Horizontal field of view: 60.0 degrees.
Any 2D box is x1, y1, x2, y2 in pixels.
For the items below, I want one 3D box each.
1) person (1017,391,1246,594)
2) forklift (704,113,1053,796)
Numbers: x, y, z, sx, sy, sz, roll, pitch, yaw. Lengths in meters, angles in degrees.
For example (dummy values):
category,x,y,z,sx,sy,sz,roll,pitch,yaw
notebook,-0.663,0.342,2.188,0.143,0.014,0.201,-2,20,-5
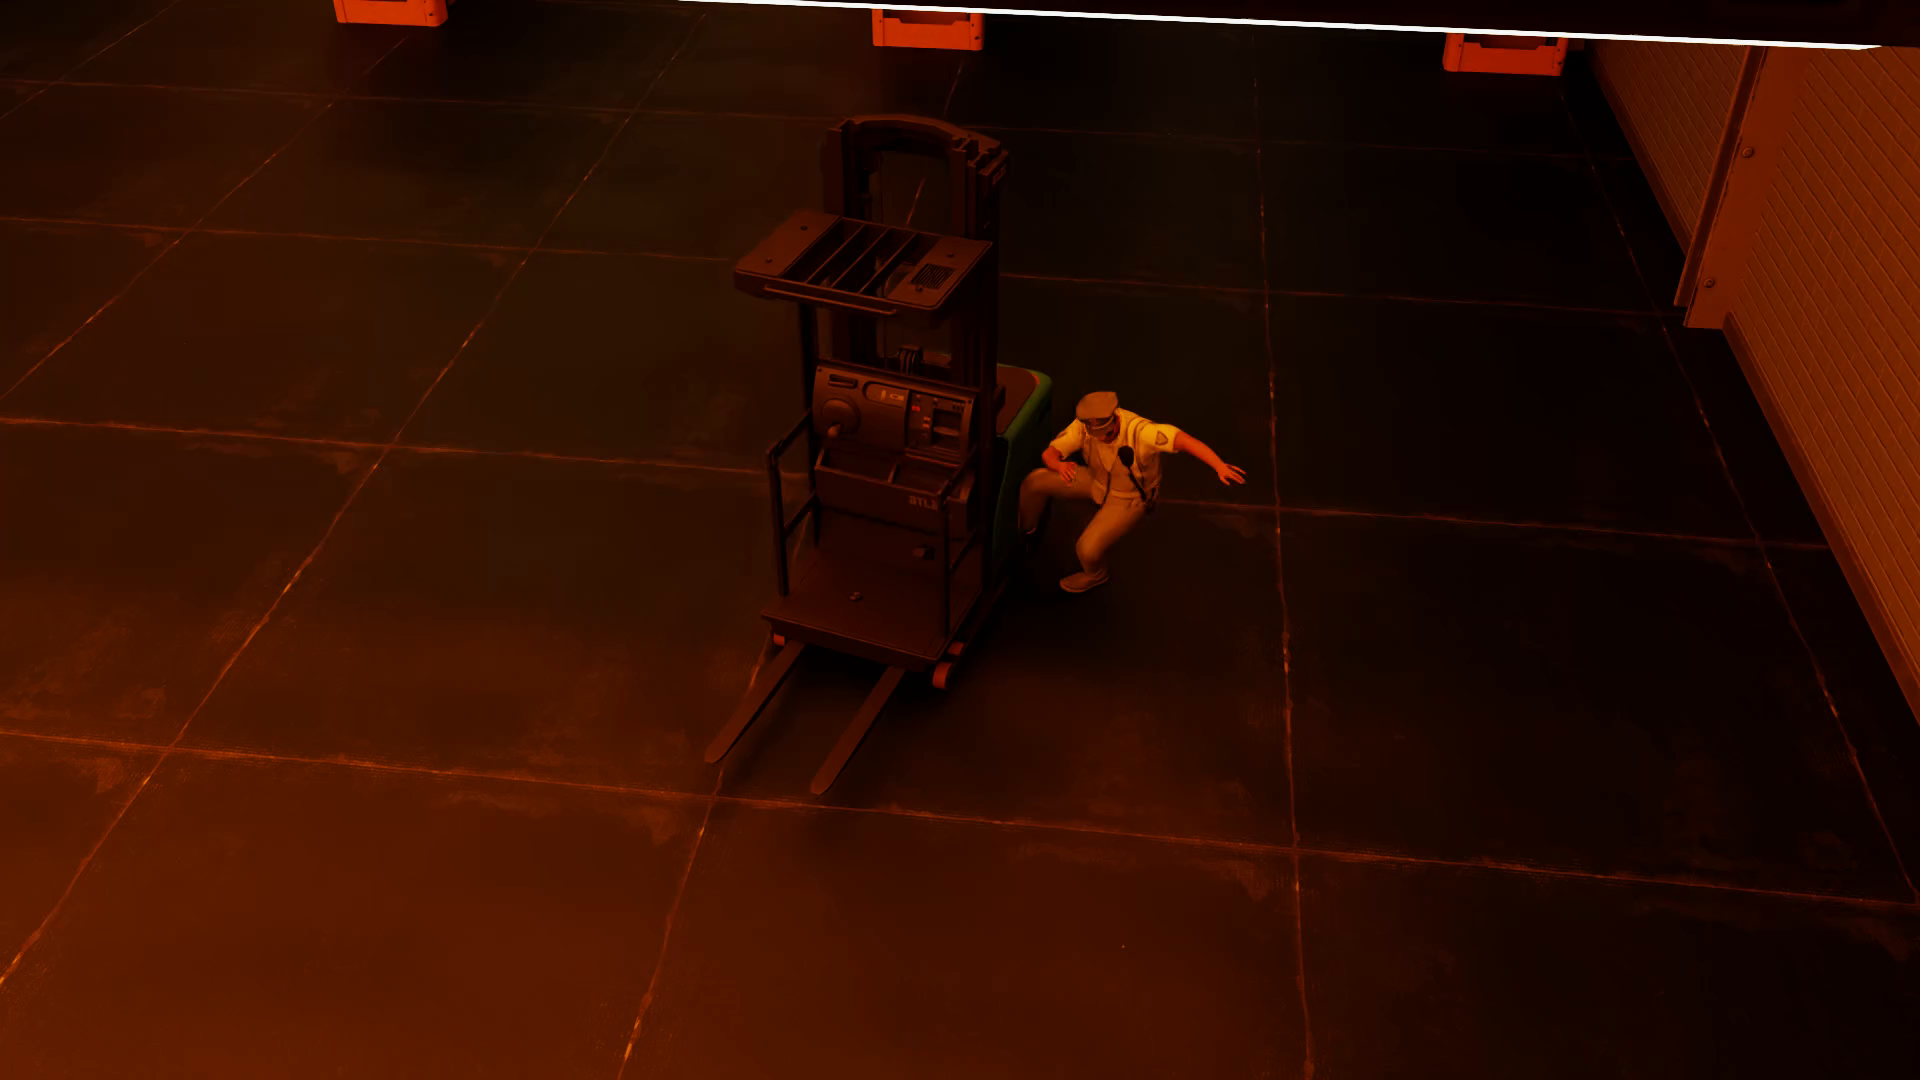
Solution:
category,x,y,z,sx,sy,sz,roll,pitch,yaw
person,0.884,-0.230,9.536,1.589,1.373,0.817,23,42,28
forklift,-0.445,-0.620,8.871,1.130,2.935,3.031,14,38,18
